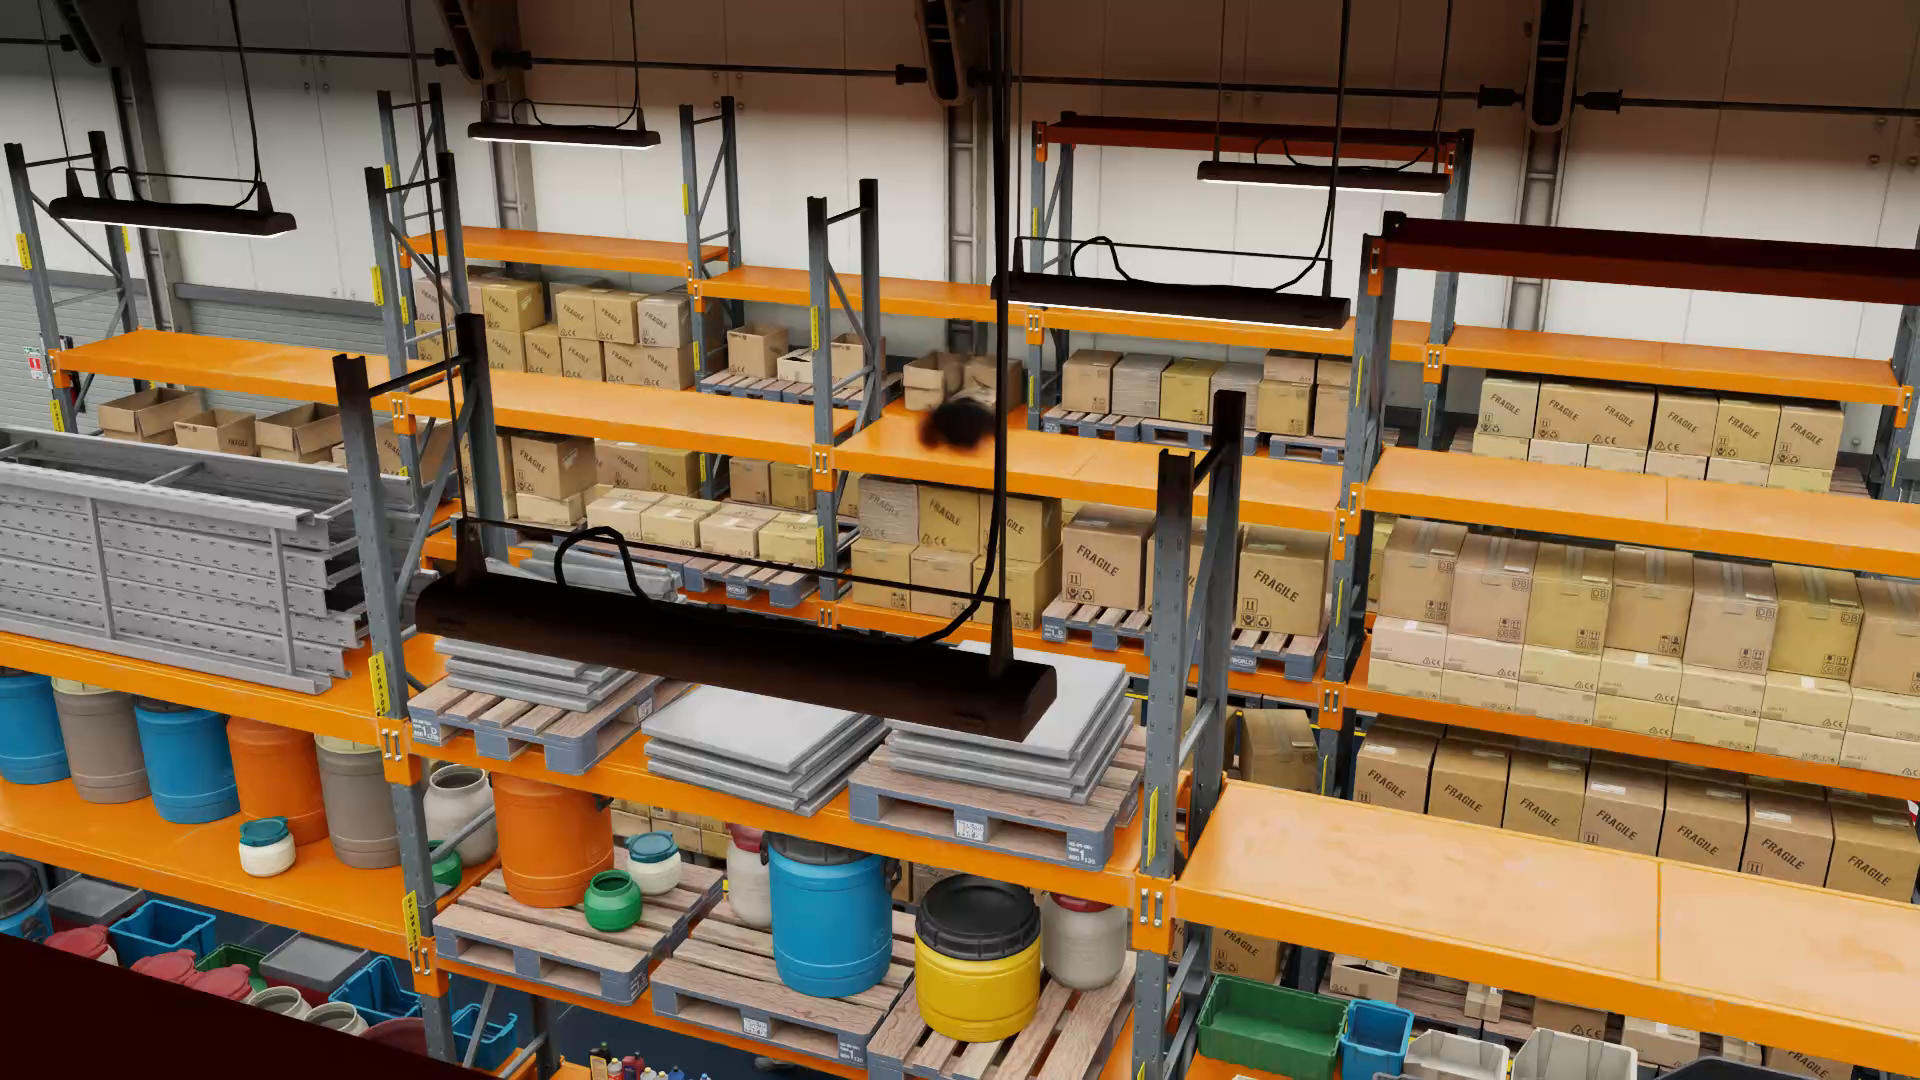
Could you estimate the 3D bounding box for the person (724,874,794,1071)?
[{"bbox_3d":[-1.306,3.096,11.862,0.688,1.718,0.653,2,21,4],"label":"person"}]
